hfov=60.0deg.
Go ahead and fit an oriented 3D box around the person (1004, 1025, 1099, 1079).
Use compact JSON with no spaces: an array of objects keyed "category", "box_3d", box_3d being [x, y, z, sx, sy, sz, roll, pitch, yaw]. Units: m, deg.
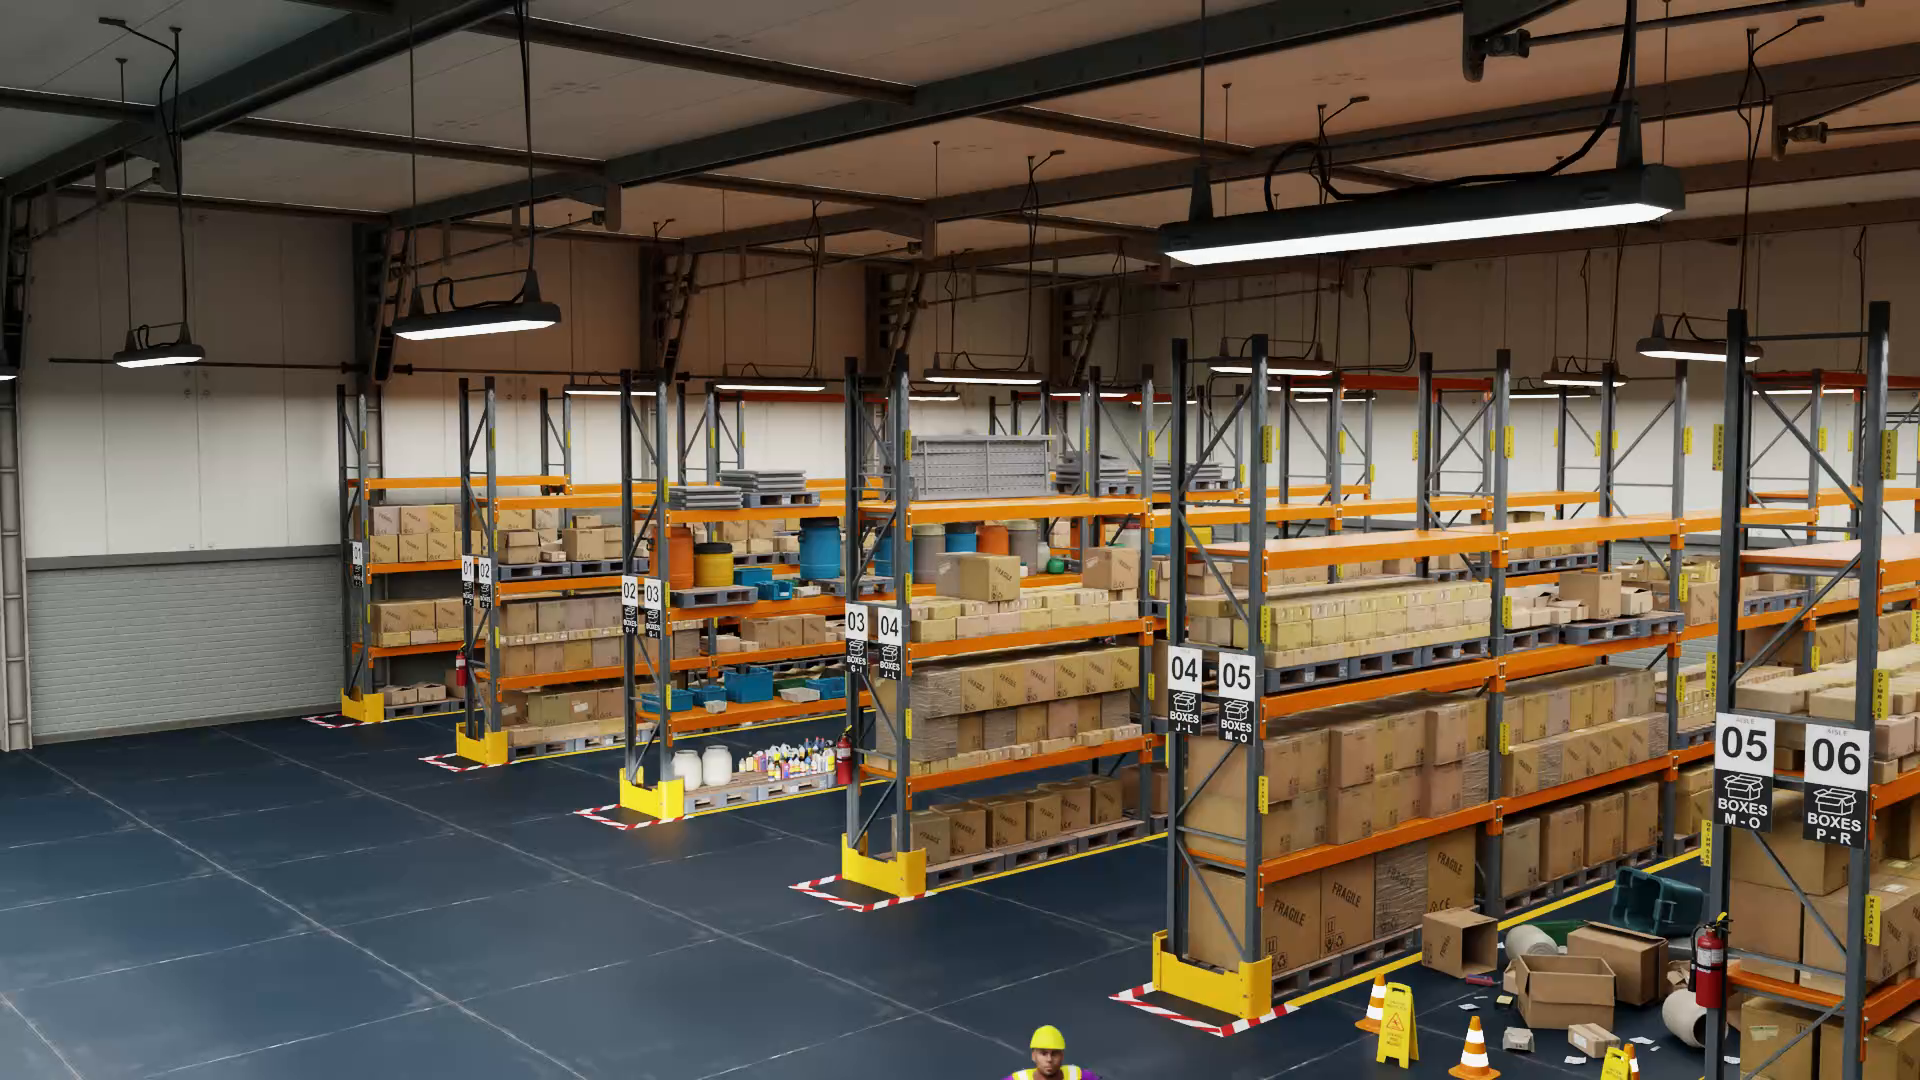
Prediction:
[{"category":"person","box_3d":[0.526,3.665,9.574,0.757,1.730,0.558,0,4,-1]}]
